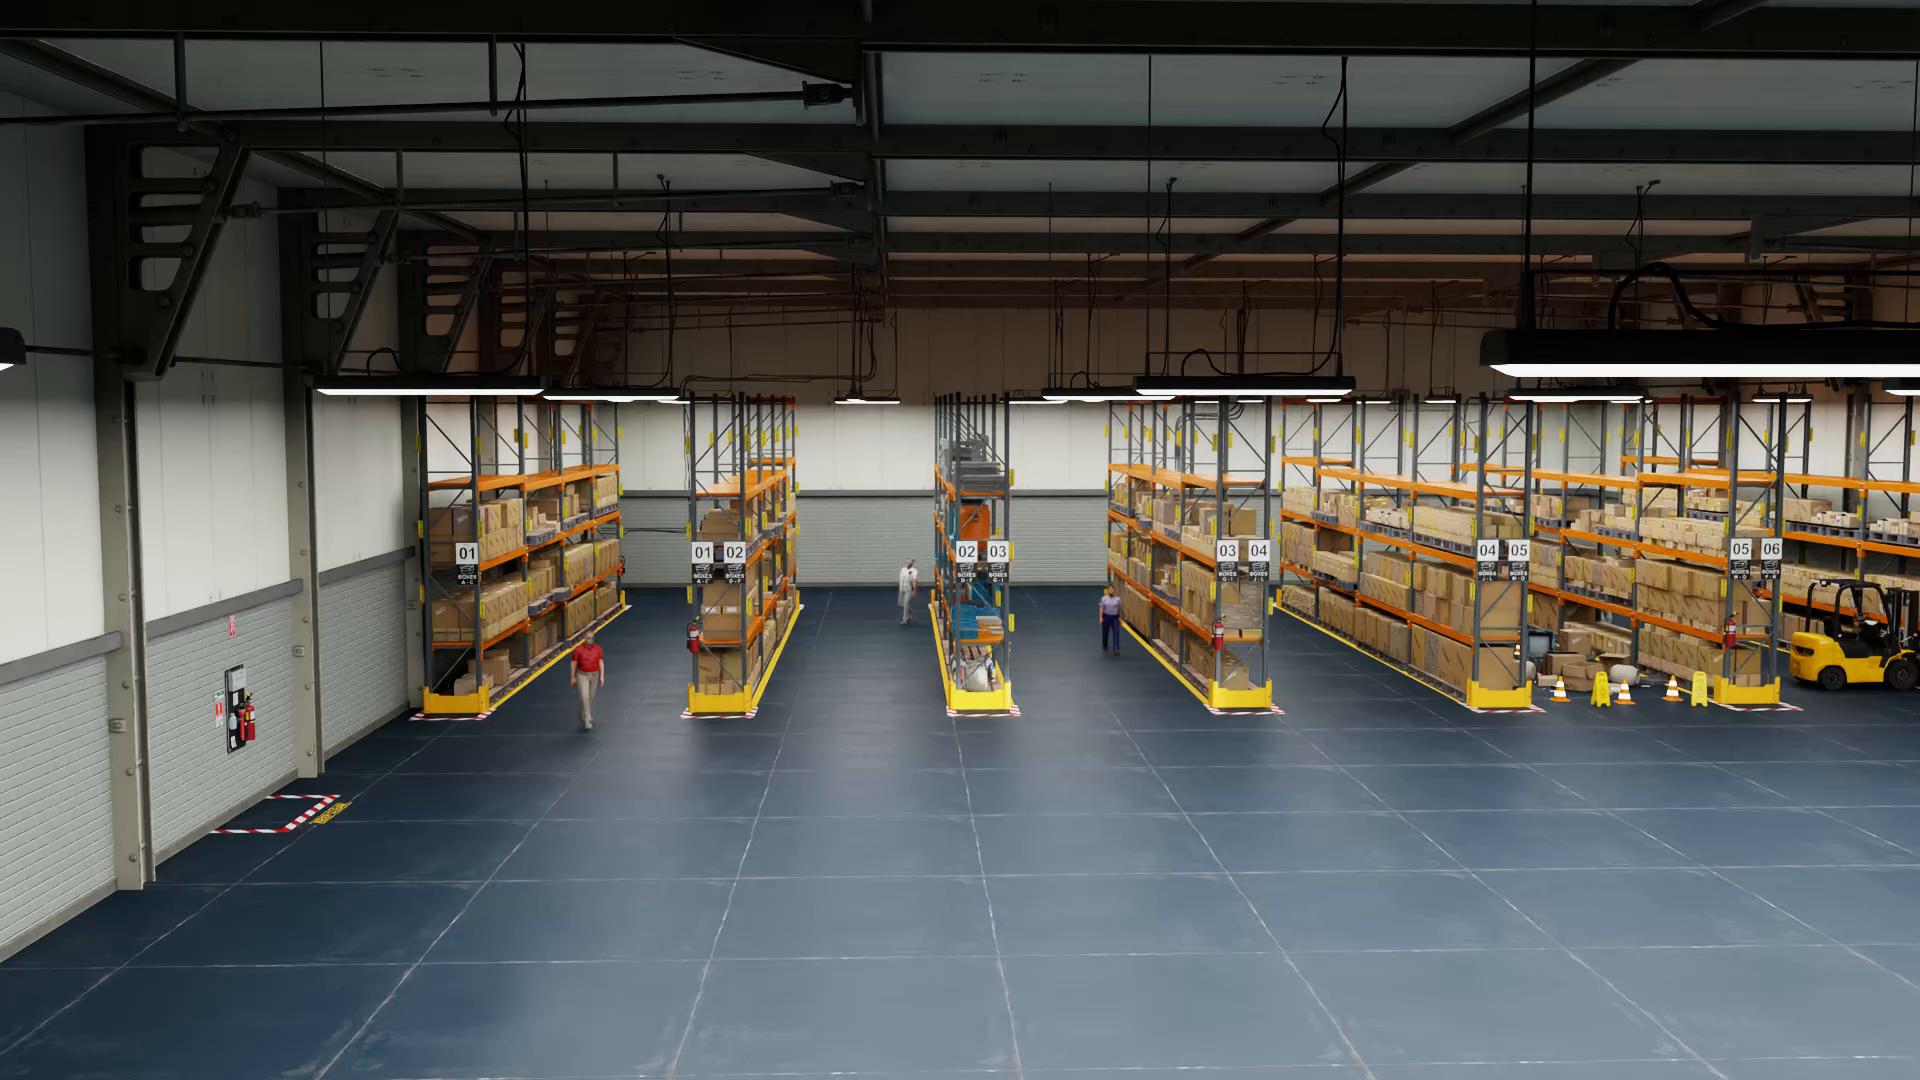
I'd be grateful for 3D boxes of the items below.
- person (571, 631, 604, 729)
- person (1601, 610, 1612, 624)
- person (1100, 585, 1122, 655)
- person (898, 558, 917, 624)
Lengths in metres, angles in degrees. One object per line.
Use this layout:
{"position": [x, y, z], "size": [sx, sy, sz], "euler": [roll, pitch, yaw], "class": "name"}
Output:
{"position": [-6.656, 2.470, 29.820], "size": [0.571, 1.681, 0.938], "euler": [-4, 6, -41], "class": "person"}
{"position": [16.440, 1.460, 42.355], "size": [0.609, 1.787, 0.385], "euler": [-2, 5, -25], "class": "person"}
{"position": [3.497, 1.835, 38.520], "size": [0.566, 1.581, 1.053], "euler": [0, 5, -4], "class": "person"}
{"position": [-1.373, 1.326, 43.929], "size": [0.544, 1.735, 0.695], "euler": [3, 6, 37], "class": "person"}
